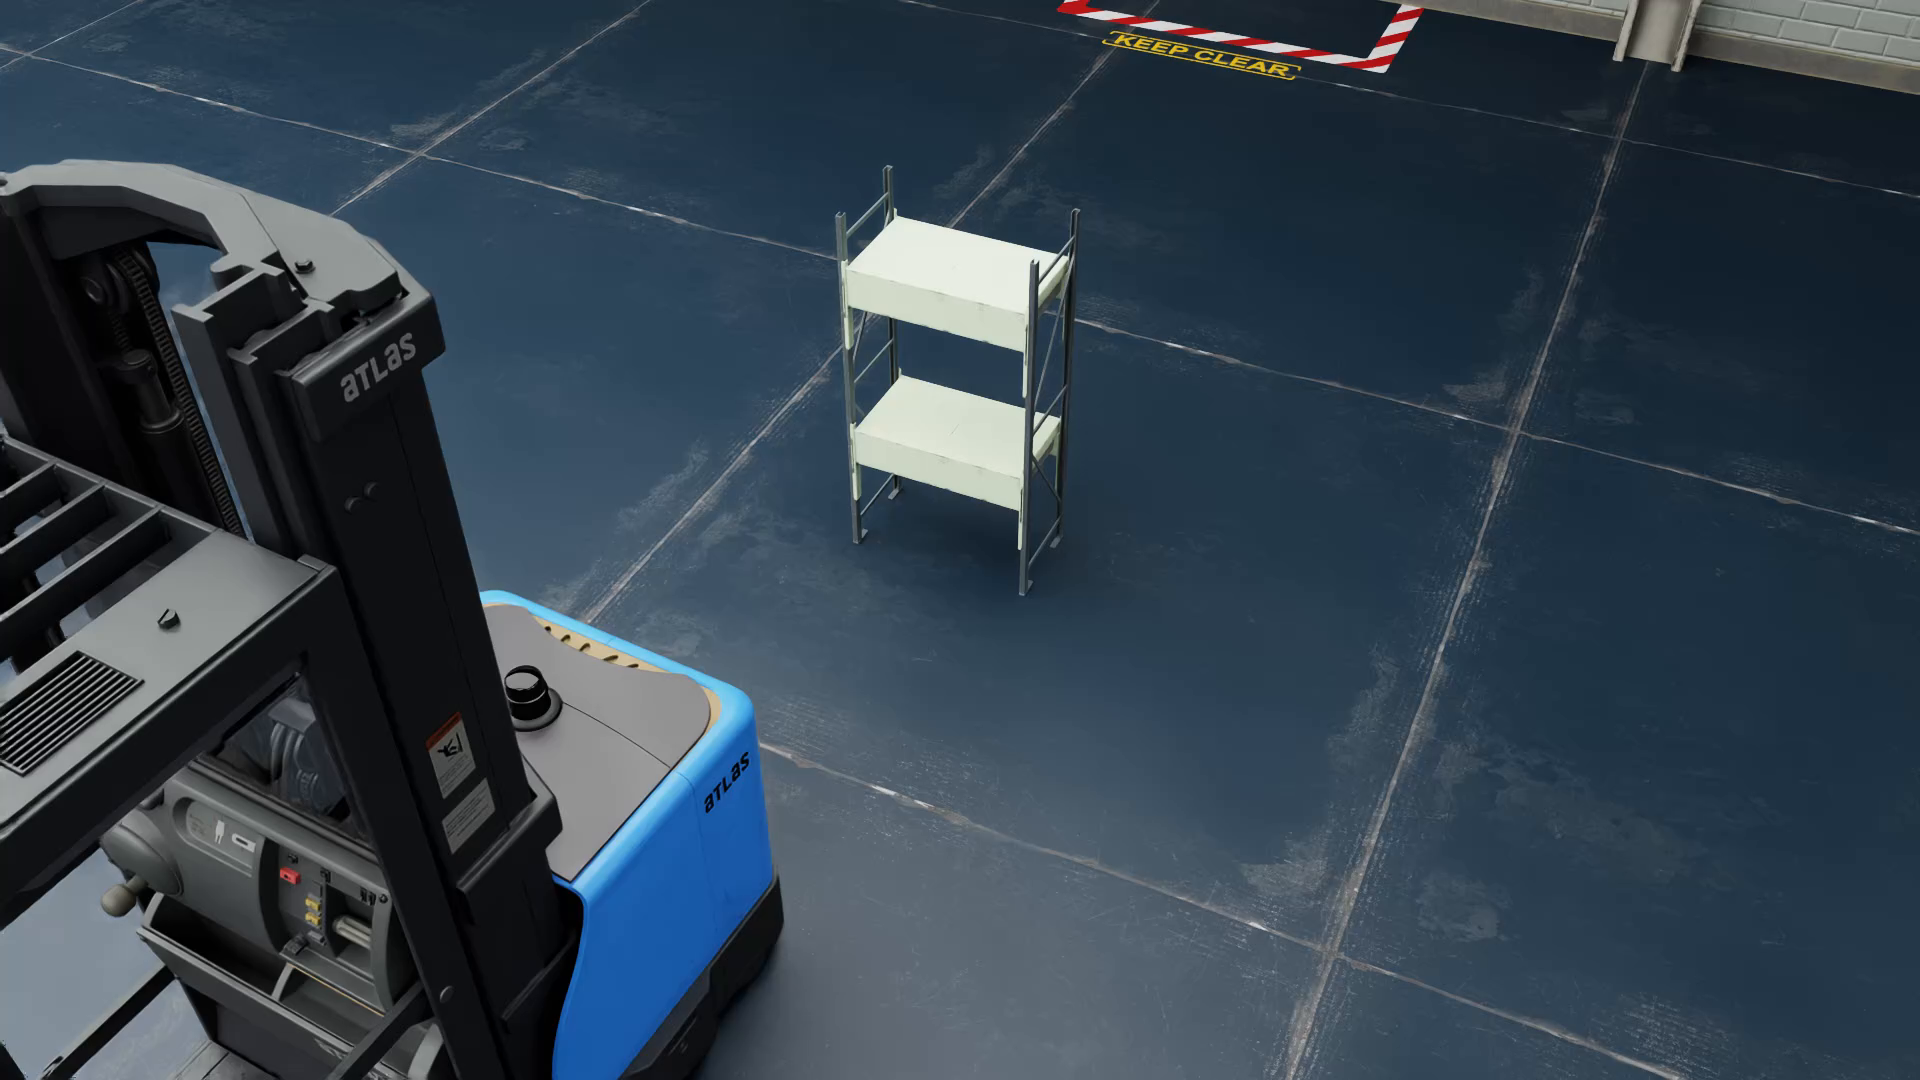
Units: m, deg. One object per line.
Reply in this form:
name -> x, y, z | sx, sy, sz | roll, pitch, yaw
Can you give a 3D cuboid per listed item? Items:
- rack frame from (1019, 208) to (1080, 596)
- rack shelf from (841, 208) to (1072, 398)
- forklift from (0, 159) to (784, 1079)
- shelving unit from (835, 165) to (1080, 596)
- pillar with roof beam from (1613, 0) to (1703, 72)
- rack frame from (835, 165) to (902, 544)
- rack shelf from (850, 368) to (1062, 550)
rack frame -> 0.326, -0.467, 6.144 | 0.023, 1.500, 0.400 | 17, 44, 19
rack shelf -> -0.006, -0.863, 6.005 | 0.720, 0.370, 0.431 | 17, 44, 19
forklift -> -1.706, 0.829, 3.556 | 1.130, 2.935, 3.031 | 20, 45, 21
shelving unit -> -0.006, -0.569, 6.261 | 0.755, 1.500, 0.431 | 17, 44, 19
pillar with roof beam -> 2.397, -3.805, 4.269 | 0.400, 9.000, 9.100 | 17, 44, 19
rack frame -> -0.338, -0.670, 6.378 | 0.023, 1.500, 0.400 | 17, 44, 19
rack shelf -> -0.006, -0.322, 6.474 | 0.720, 0.370, 0.431 | 17, 44, 19
